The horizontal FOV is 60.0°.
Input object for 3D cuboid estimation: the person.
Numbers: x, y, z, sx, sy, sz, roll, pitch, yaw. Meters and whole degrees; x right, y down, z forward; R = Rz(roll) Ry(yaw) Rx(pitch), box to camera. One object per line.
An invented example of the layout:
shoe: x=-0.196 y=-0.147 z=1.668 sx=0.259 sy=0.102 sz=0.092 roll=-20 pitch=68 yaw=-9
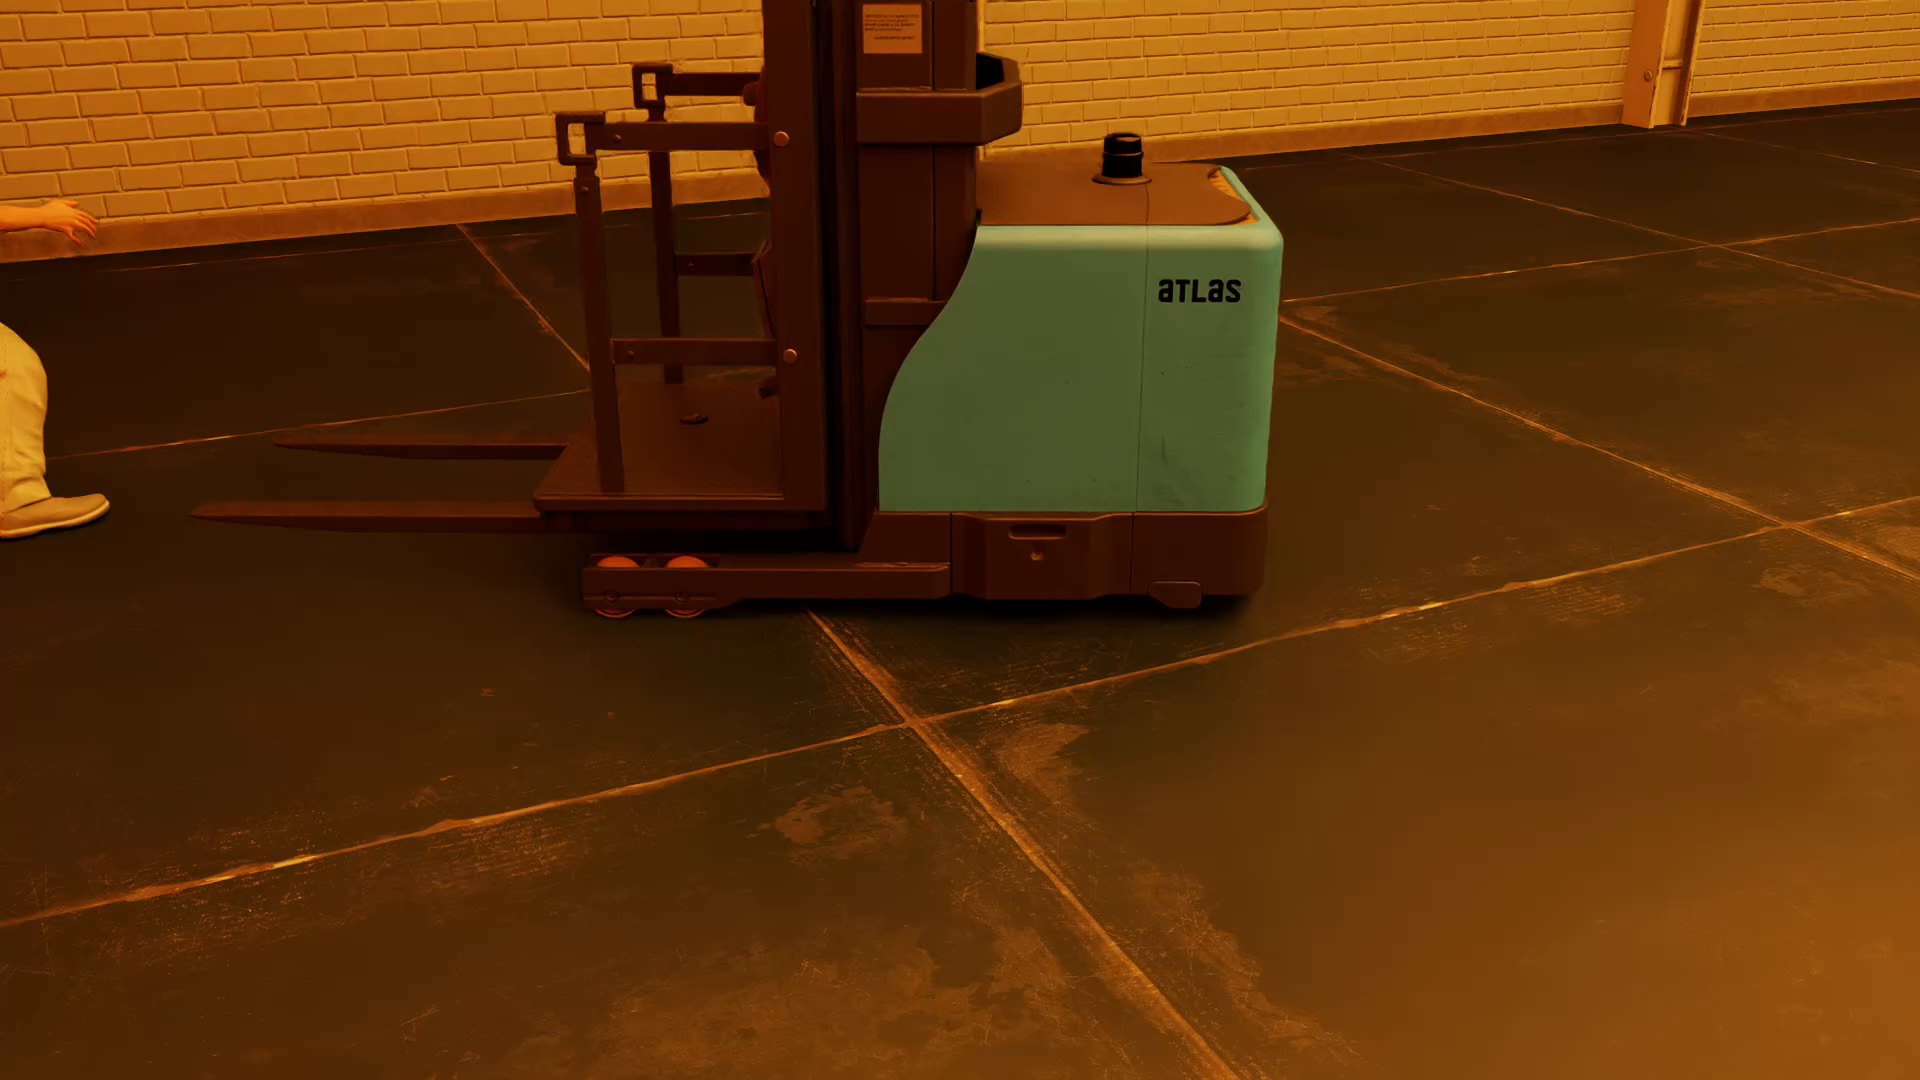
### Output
person: x=-3.142 y=-0.851 z=5.108 sx=0.894 sy=1.560 sz=0.781 roll=20 pitch=30 yaw=40

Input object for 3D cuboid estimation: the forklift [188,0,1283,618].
forklift: x=-0.666 y=-1.341 z=4.514 sx=3.031 sy=2.935 sz=1.130 roll=0 pitch=23 yaw=0
